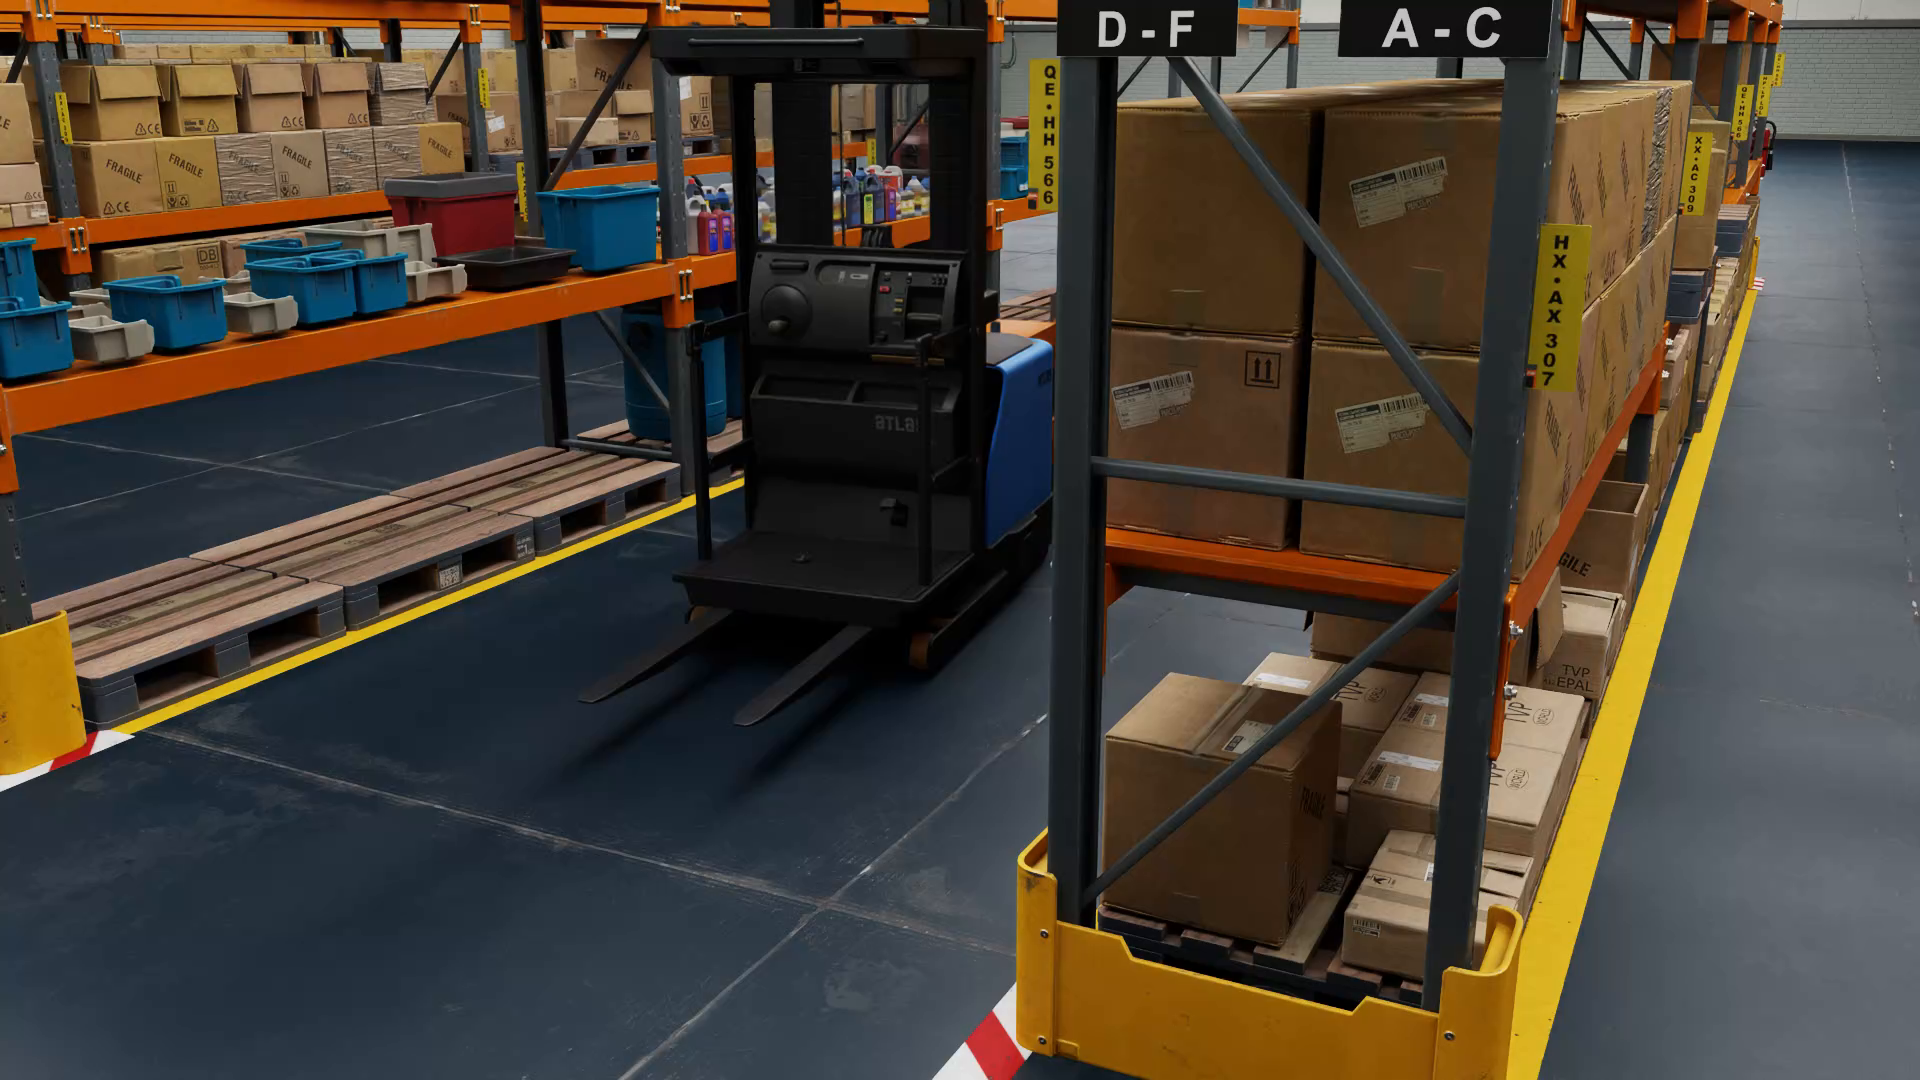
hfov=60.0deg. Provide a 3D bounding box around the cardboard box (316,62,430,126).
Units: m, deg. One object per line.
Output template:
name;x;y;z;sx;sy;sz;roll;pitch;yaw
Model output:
cardboard box;-4.941;-3.753;13.953;0.797;0.503;0.637;9;19;27

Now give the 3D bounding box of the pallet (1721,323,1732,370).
pallet;5.754;-1.636;13.662;1.003;0.211;1.213;8;18;25

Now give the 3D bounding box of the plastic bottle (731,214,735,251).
plastic bottle;-1.316;-1.769;9.559;0.097;0.201;0.097;0;17;0

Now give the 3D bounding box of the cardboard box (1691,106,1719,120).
cardboard box;6.341;-3.568;13.955;0.380;0.149;0.250;8;18;25

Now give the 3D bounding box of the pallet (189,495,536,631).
pallet;-2.794;0.082;7.878;1.003;0.211;1.213;8;18;25

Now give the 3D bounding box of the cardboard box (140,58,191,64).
cardboard box;-8.558;-4.834;17.600;0.700;0.500;0.500;8;18;25

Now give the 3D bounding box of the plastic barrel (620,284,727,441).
plastic barrel;-1.698;-1.091;9.876;0.600;0.901;0.708;8;18;25

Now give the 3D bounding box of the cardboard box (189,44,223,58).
cardboard box;-10.791;-6.694;23.338;0.700;0.500;0.500;8;18;24

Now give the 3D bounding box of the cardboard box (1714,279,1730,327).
cardboard box;5.444;-1.790;12.390;0.500;0.311;0.500;8;18;25

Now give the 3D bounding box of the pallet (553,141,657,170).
pallet;-3.752;-3.825;16.472;1.003;0.211;1.213;8;18;25

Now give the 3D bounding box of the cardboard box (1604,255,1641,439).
cardboard box;1.797;-0.623;5.178;0.500;0.500;0.500;8;18;26

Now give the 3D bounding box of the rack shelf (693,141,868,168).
rack shelf;-1.919;-4.591;19.978;1.077;0.370;4.000;8;18;25

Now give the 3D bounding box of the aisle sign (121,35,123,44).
aisle sign;-14.041;-8.563;27.519;0.394;0.787;0.004;8;18;25

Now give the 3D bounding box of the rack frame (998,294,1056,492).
rack frame;0.306;-0.829;9.340;0.500;1.125;0.032;6;18;19

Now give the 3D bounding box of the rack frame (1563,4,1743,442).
rack frame;4.260;-2.147;10.483;1.000;3.000;0.127;8;18;25

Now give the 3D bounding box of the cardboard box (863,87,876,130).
cardboard box;-1.412;-5.357;20.594;0.875;0.500;0.500;8;18;25

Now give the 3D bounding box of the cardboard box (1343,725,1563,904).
cardboard box;1.406;0.769;4.725;0.500;0.250;0.500;8;18;25

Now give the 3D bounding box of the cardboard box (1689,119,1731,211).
cardboard box;4.080;-2.221;9.821;0.700;0.500;0.500;2;17;7

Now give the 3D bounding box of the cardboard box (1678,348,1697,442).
cardboard box;4.053;-0.891;9.874;0.500;0.500;0.500;9;19;28

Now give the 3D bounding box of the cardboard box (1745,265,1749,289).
cardboard box;7.200;-2.510;15.798;0.500;0.250;0.500;8;18;25

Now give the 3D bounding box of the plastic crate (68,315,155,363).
plastic crate;-3.122;-0.735;6.087;0.250;0.136;0.298;8;18;25

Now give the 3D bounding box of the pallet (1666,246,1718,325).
pallet;2.928;-1.225;7.719;1.003;0.211;1.213;8;18;25

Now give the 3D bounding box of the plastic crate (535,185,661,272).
plastic crate;-1.860;-1.618;8.625;0.392;0.384;0.575;8;18;25

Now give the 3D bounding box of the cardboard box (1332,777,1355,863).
cardboard box;0.970;0.777;4.844;0.380;0.166;0.250;8;18;25

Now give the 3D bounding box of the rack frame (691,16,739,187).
rack frame;-2.813;-4.427;18.160;1.000;3.000;0.127;8;18;25

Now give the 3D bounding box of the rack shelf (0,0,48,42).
rack shelf;-7.281;-2.973;9.260;1.077;0.370;4.000;8;18;25

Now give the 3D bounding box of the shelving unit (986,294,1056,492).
shelving unit;0.133;-0.693;8.882;0.538;1.125;1.048;6;18;19

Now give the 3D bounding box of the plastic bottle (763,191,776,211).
plastic bottle;-1.131;-2.024;10.289;0.152;0.276;0.135;8;18;25

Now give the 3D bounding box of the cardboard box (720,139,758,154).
cardboard box;-2.448;-4.323;18.252;0.380;0.149;0.250;8;18;25

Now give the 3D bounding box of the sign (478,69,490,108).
sign;-4.102;-3.893;14.330;0.100;0.325;0.005;8;18;25

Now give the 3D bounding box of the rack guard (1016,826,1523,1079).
rack guard;0.720;1.070;4.044;1.175;0.500;0.348;8;18;25

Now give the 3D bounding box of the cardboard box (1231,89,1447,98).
cardboard box;1.091;-1.046;4.846;0.500;0.500;0.500;9;19;27

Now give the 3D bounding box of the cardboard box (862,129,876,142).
cardboard box;-1.272;-5.031;20.635;0.380;0.149;0.250;8;18;25

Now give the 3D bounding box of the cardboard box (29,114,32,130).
cardboard box;-9.039;-3.969;15.800;0.380;0.149;0.250;9;19;27

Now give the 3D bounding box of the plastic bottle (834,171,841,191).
plastic bottle;-0.880;-2.495;11.884;0.097;0.271;0.097;0;17;0

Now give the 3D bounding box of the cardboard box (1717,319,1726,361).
cardboard box;5.437;-1.518;12.458;0.500;0.250;0.500;9;19;26

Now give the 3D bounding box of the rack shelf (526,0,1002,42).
rack shelf;-1.063;-3.361;10.569;1.077;0.370;4.000;8;18;25

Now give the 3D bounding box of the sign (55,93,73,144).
sign;-5.890;-2.772;10.929;0.100;0.325;0.005;8;18;25

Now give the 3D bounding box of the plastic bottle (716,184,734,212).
plastic bottle;-1.517;-2.156;10.732;0.152;0.276;0.135;8;18;25

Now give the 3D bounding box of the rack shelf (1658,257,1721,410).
rack shelf;3.367;-1.292;8.871;1.077;0.370;4.000;8;18;25

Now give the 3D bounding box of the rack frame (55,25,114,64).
rack frame;-11.678;-5.688;22.405;1.000;3.000;0.127;8;18;25

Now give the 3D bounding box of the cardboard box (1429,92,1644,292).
cardboard box;1.575;-0.977;4.612;0.500;0.500;0.500;8;18;26

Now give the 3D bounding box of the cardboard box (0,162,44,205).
cardboard box;-6.350;-2.314;10.788;0.500;0.250;0.500;8;18;24

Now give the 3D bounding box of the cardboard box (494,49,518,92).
cardboard box;-6.274;-6.174;21.882;0.875;0.550;0.500;8;18;25

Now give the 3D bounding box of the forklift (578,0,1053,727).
forklift;-0.515;-1.000;6.744;1.130;2.935;3.031;6;18;19

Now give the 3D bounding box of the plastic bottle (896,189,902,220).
plastic bottle;-0.444;-2.266;11.234;0.097;0.201;0.097;0;17;0

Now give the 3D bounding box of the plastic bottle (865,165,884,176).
plastic bottle;-0.652;-2.649;12.393;0.152;0.276;0.135;8;18;25

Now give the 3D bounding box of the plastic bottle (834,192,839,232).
plastic bottle;-0.815;-2.088;10.511;0.097;0.271;0.097;0;17;0

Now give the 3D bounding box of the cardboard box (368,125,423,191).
cardboard box;-4.827;-3.172;13.761;0.500;0.500;0.500;8;18;25

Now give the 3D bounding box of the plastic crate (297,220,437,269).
plastic crate;-2.804;-1.365;7.956;0.437;0.282;0.530;8;18;25

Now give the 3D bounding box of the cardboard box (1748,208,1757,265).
cardboard box;7.203;-2.869;15.690;0.500;0.500;0.500;8;18;25
